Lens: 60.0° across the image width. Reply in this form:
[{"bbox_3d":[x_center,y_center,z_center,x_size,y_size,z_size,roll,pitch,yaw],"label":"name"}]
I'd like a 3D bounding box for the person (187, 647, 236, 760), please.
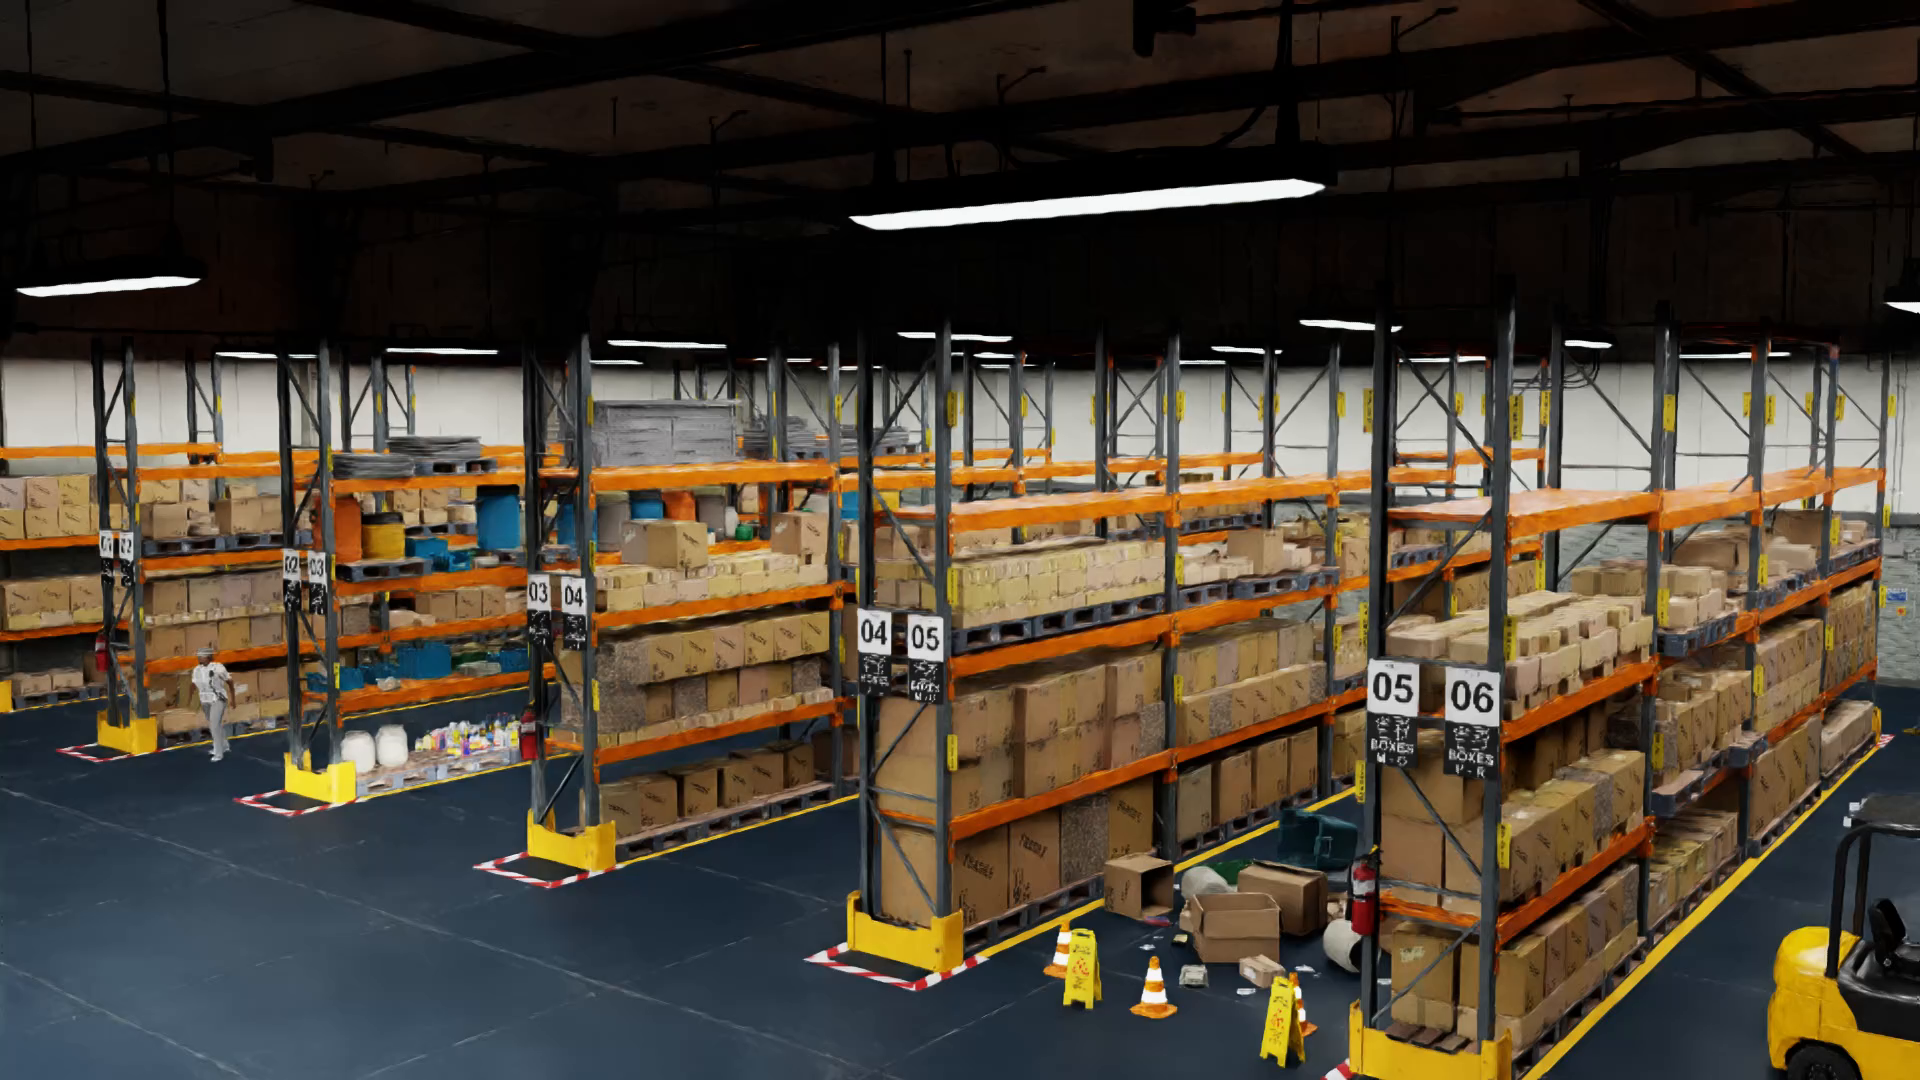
[{"bbox_3d":[-10.609,2.296,23.683,0.622,1.613,0.782,2,5,17],"label":"person"}]

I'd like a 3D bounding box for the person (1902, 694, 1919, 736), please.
[{"bbox_3d":[14.612,2.106,25.074,0.621,1.767,0.688,2,5,24],"label":"person"}]
